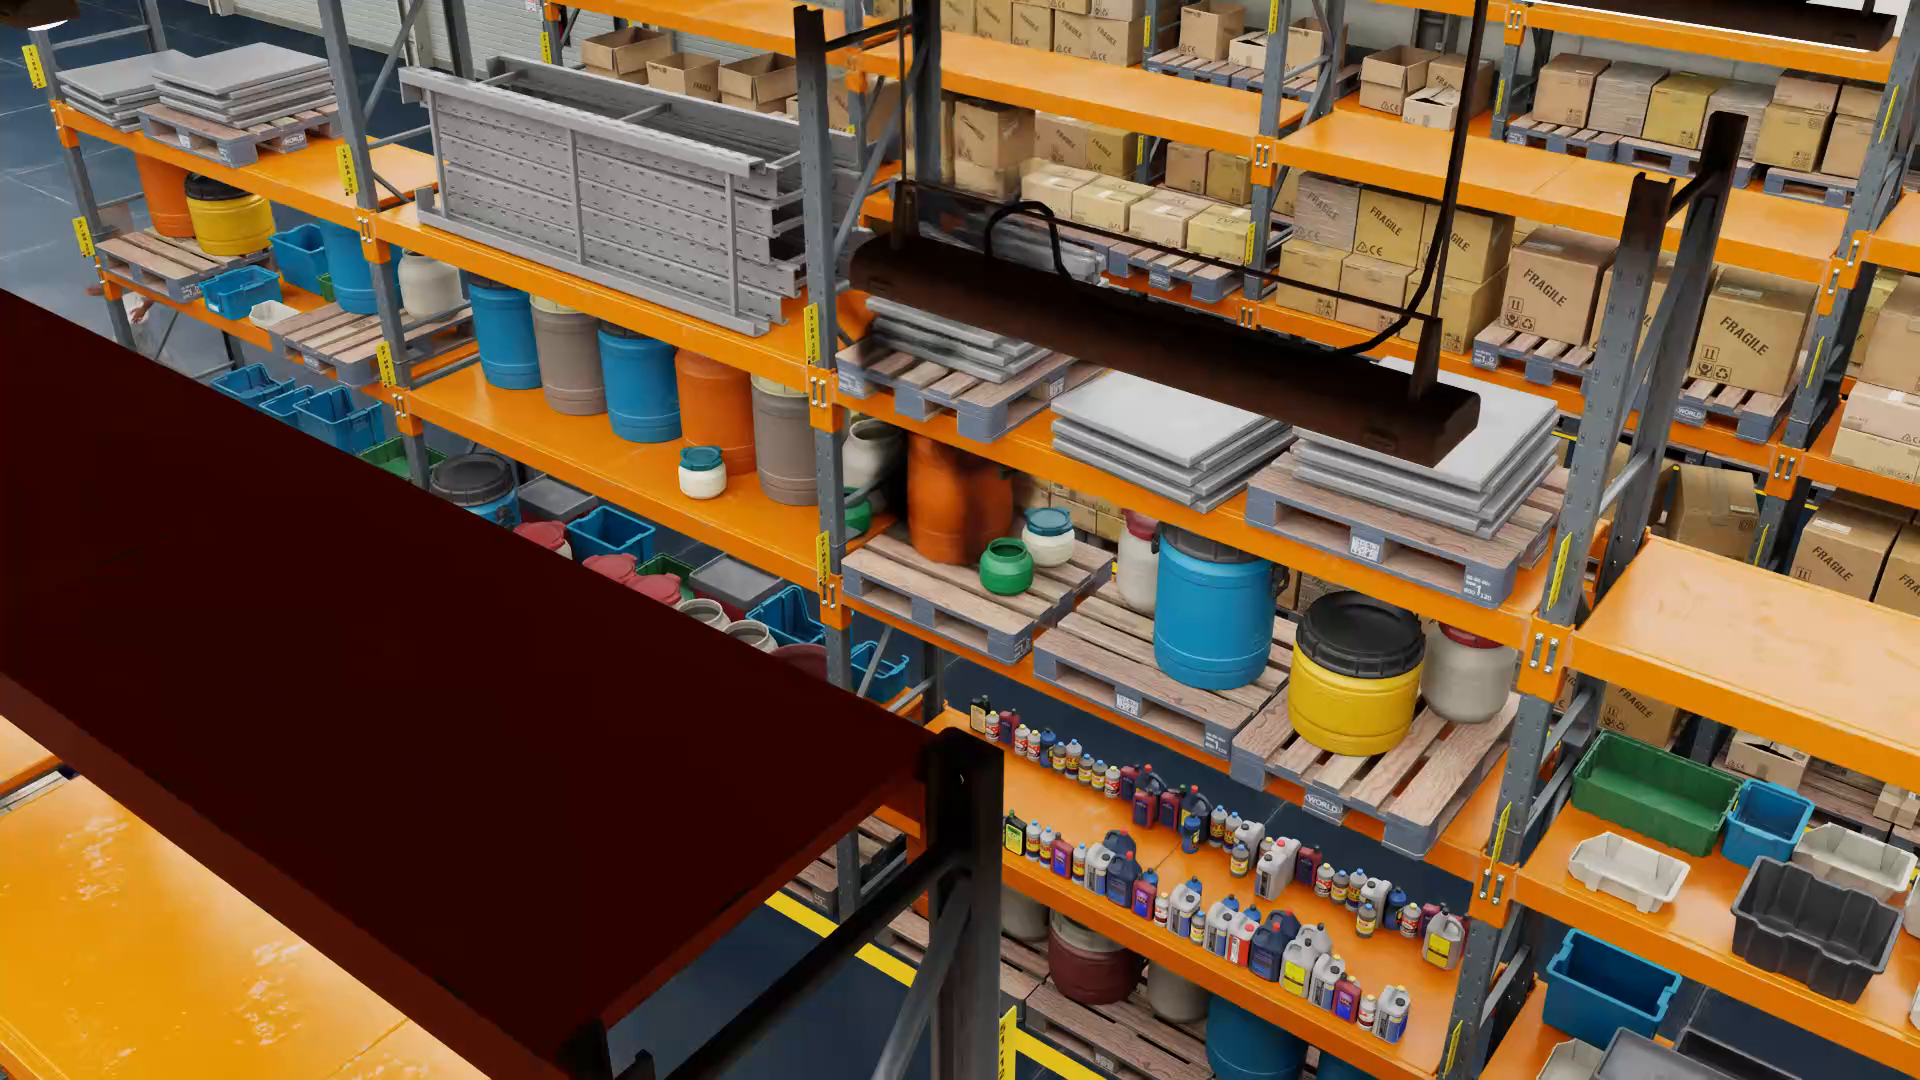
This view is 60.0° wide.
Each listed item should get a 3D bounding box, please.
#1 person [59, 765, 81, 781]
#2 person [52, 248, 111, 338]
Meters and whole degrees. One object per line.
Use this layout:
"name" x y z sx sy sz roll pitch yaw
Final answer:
"person" -6.377 1.313 11.519 0.874 1.672 0.598 16 35 24
"person" -8.922 -2.186 17.184 0.894 1.757 0.687 -19 36 -28
